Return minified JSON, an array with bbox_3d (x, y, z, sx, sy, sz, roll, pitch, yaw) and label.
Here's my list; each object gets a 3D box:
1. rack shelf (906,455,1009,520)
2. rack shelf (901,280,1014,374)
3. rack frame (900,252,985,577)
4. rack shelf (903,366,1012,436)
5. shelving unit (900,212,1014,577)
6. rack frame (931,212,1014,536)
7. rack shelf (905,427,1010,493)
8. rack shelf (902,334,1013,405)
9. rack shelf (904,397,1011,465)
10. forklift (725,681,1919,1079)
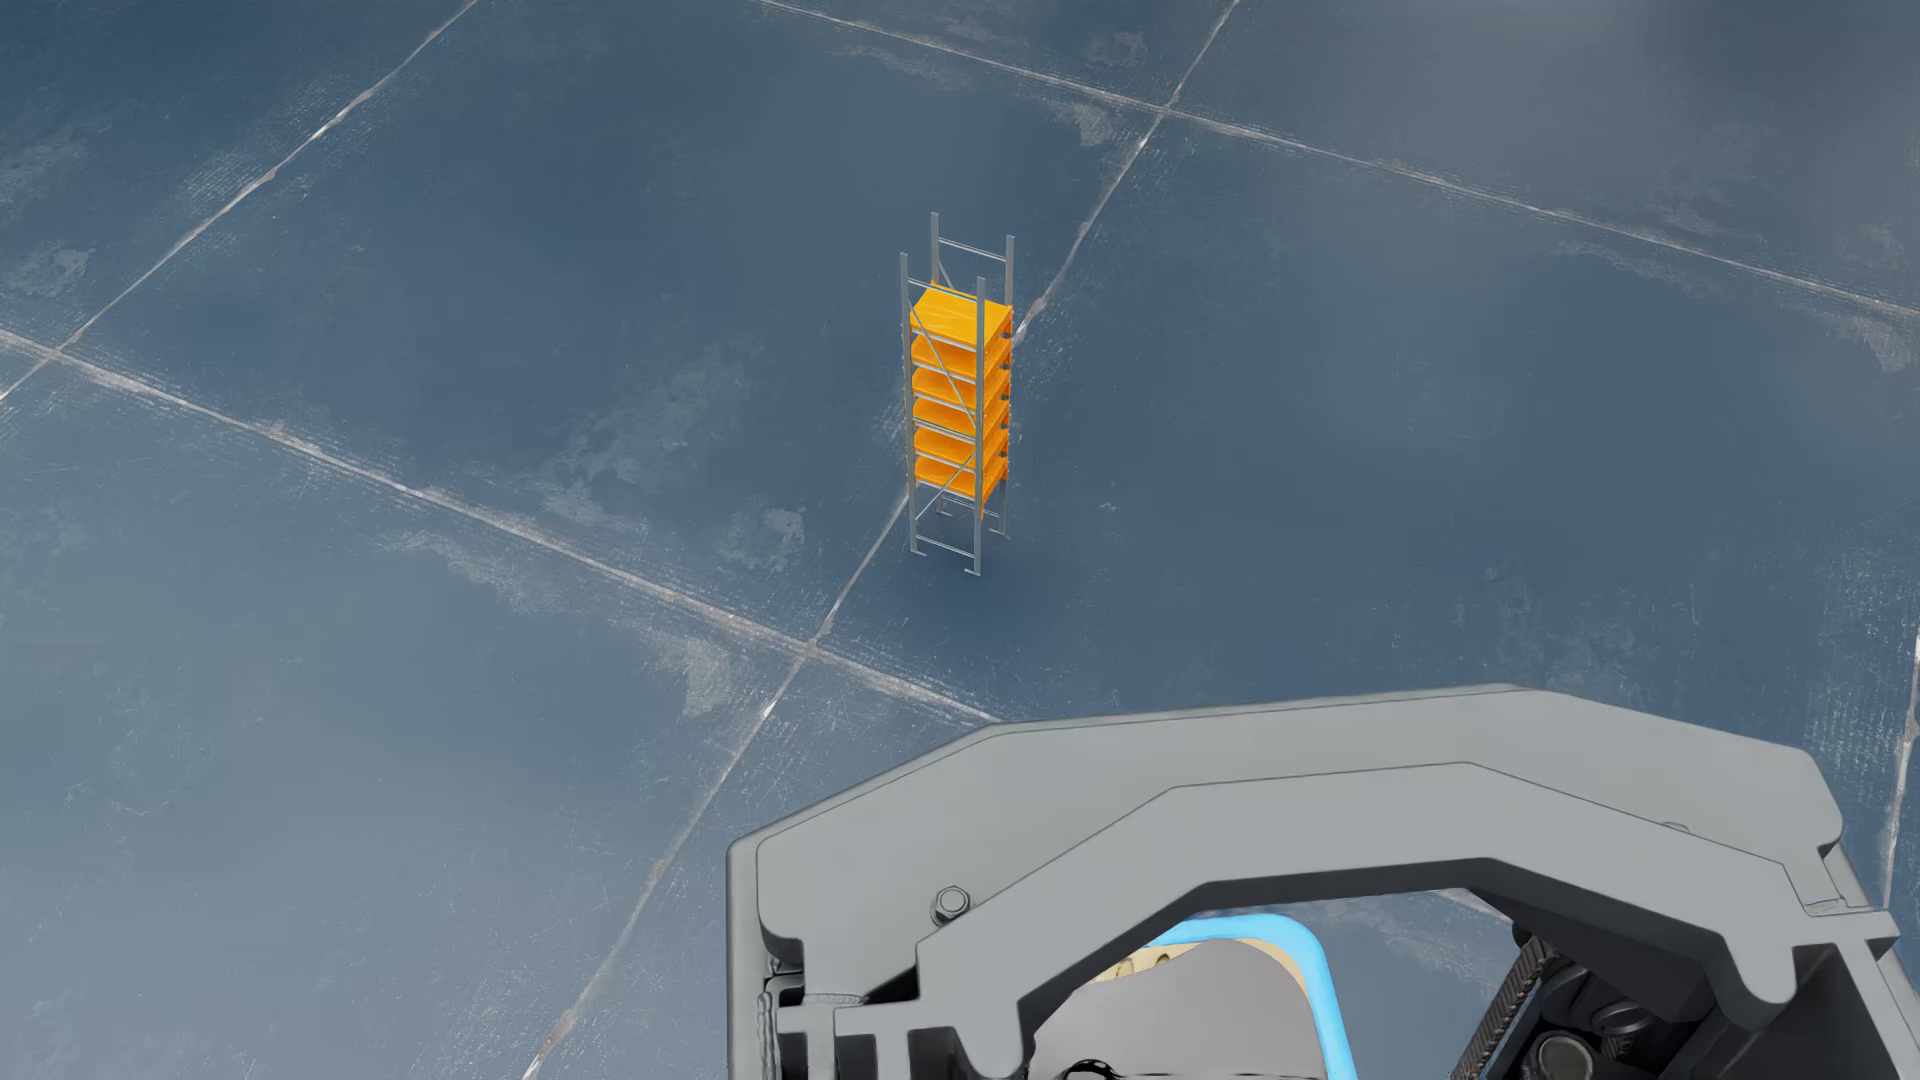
[{"bbox_3d":[-0.006,-0.195,5.001,0.258,0.103,0.180,20,52,16],"label":"rack shelf"},{"bbox_3d":[-0.006,-0.583,4.544,0.258,0.103,0.180,20,52,16],"label":"rack shelf"},{"bbox_3d":[-0.045,-0.316,4.731,0.240,1.200,0.006,20,52,16],"label":"rack frame"},{"bbox_3d":[-0.006,-0.428,4.727,0.258,0.103,0.180,20,52,16],"label":"rack shelf"},{"bbox_3d":[-0.006,-0.379,4.785,0.258,1.200,0.189,20,52,16],"label":"shelving unit"},{"bbox_3d":[0.033,-0.442,4.838,0.240,1.200,0.006,20,52,16],"label":"rack frame"},{"bbox_3d":[-0.006,-0.272,4.910,0.258,0.103,0.180,20,52,16],"label":"rack shelf"},{"bbox_3d":[-0.006,-0.506,4.636,0.258,0.103,0.180,20,52,16],"label":"rack shelf"},{"bbox_3d":[-0.006,-0.350,4.818,0.258,0.103,0.180,20,52,16],"label":"rack shelf"},{"bbox_3d":[0.337,1.625,1.943,1.130,2.935,3.031,-4,50,-4],"label":"forklift"}]
